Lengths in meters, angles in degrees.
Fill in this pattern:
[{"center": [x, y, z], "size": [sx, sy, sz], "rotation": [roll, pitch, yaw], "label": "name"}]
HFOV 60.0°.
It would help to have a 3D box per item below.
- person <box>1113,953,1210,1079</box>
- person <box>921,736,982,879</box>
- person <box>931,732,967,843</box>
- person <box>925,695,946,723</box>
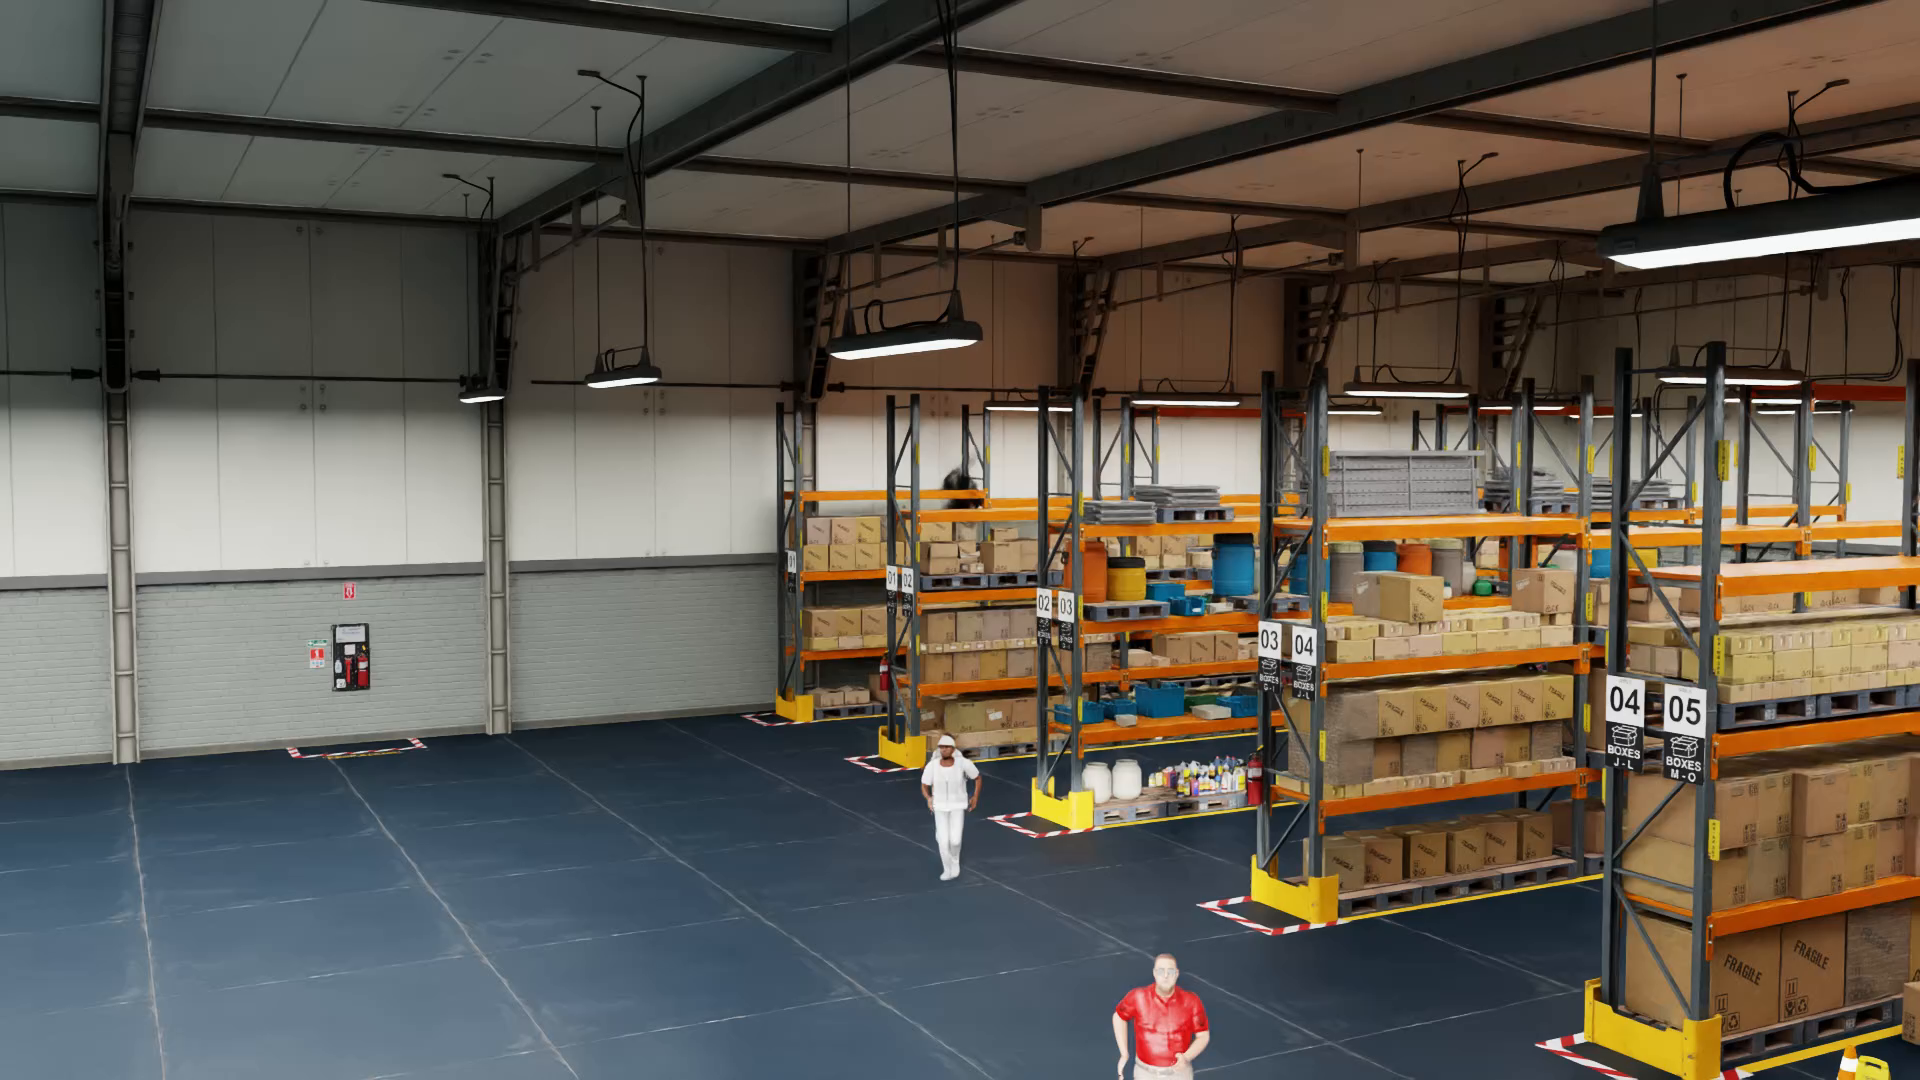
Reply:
[{"center": [1.381, 3.673, 11.332], "size": [0.654, 1.684, 0.598], "rotation": [0, 3, 2], "label": "person"}, {"center": [-0.127, 3.171, 19.702], "size": [0.712, 1.697, 0.566], "rotation": [1, 3, 9], "label": "person"}, {"center": [-0.154, 3.203, 21.036], "size": [0.528, 1.571, 0.572], "rotation": [0, 3, 8], "label": "person"}, {"center": [-0.564, 2.596, 29.106], "size": [1.000, 1.785, 0.708], "rotation": [-2, 4, -31], "label": "person"}]
